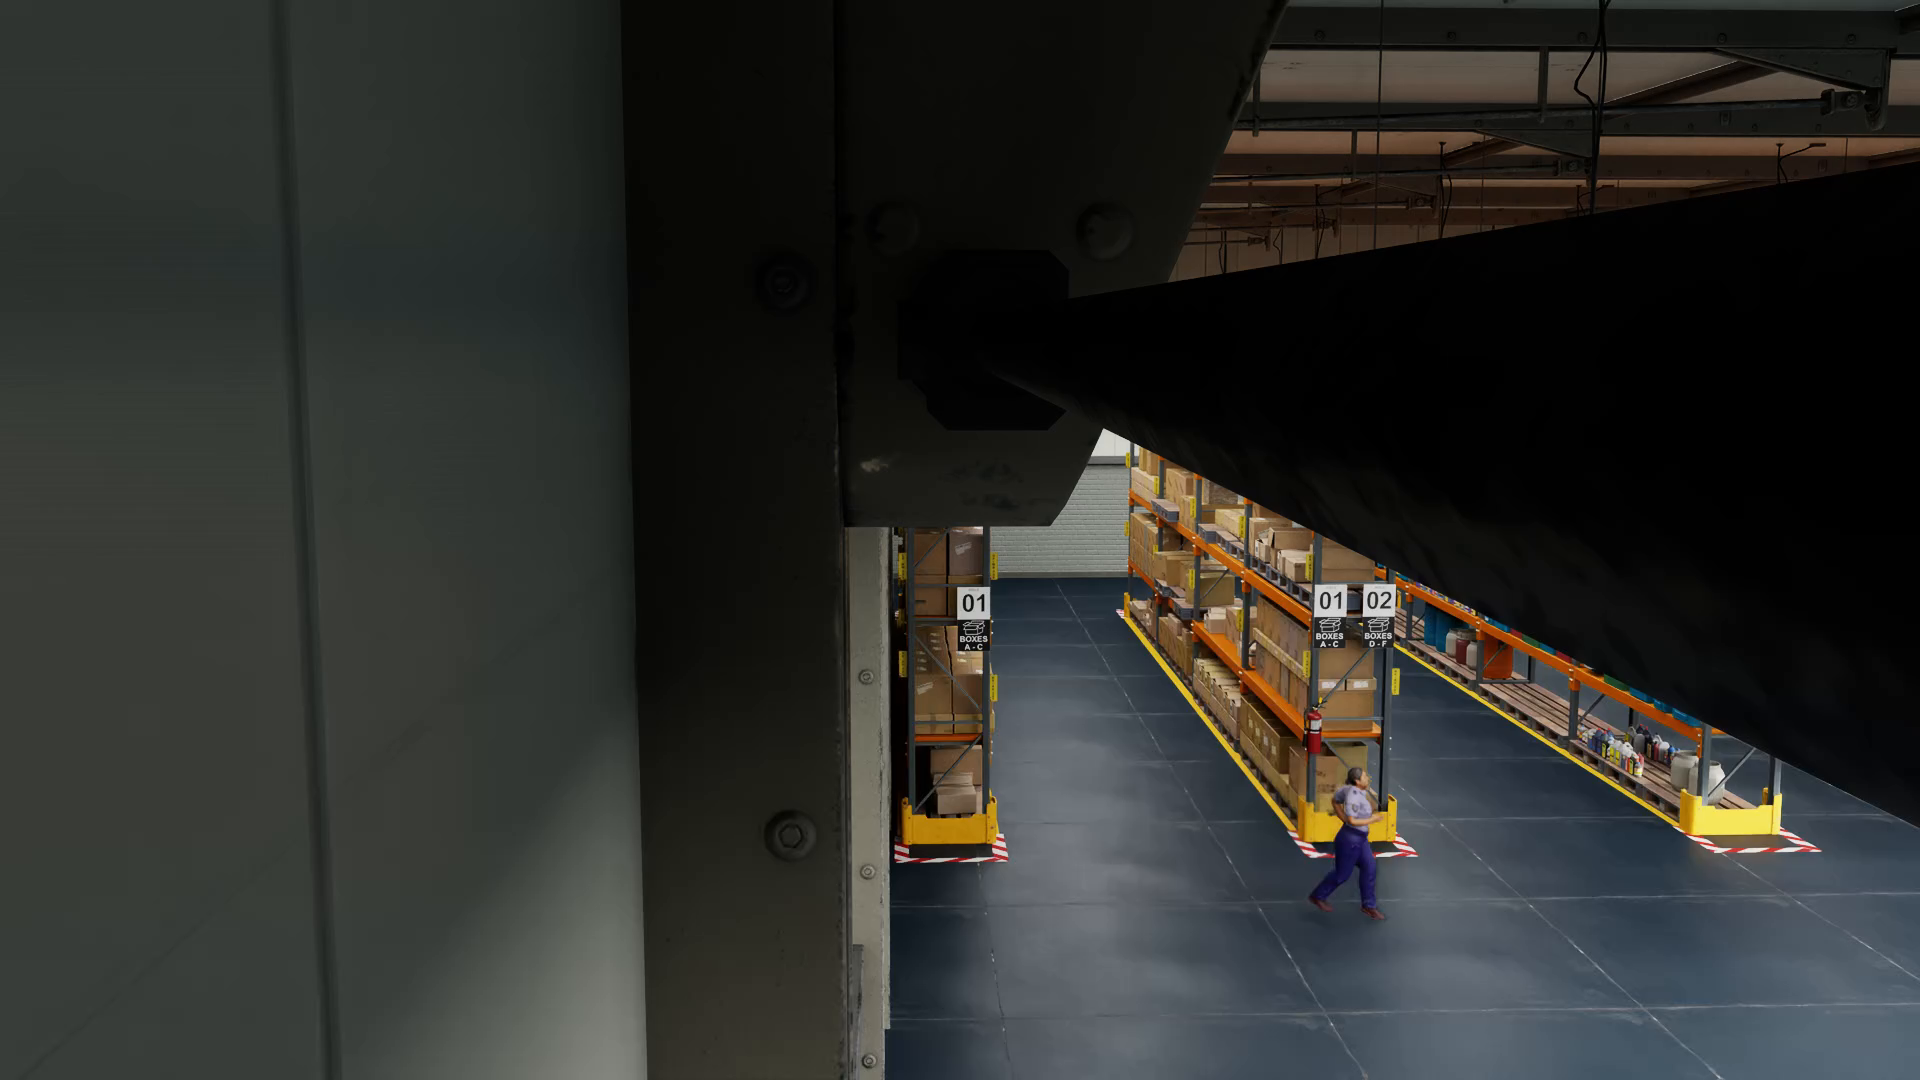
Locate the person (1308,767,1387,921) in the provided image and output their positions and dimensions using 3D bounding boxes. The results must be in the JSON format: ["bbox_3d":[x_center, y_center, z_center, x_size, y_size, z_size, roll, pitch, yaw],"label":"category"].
[{"bbox_3d":[4.158,3.300,17.789,0.826,1.609,0.581,3,8,20],"label":"person"}]
